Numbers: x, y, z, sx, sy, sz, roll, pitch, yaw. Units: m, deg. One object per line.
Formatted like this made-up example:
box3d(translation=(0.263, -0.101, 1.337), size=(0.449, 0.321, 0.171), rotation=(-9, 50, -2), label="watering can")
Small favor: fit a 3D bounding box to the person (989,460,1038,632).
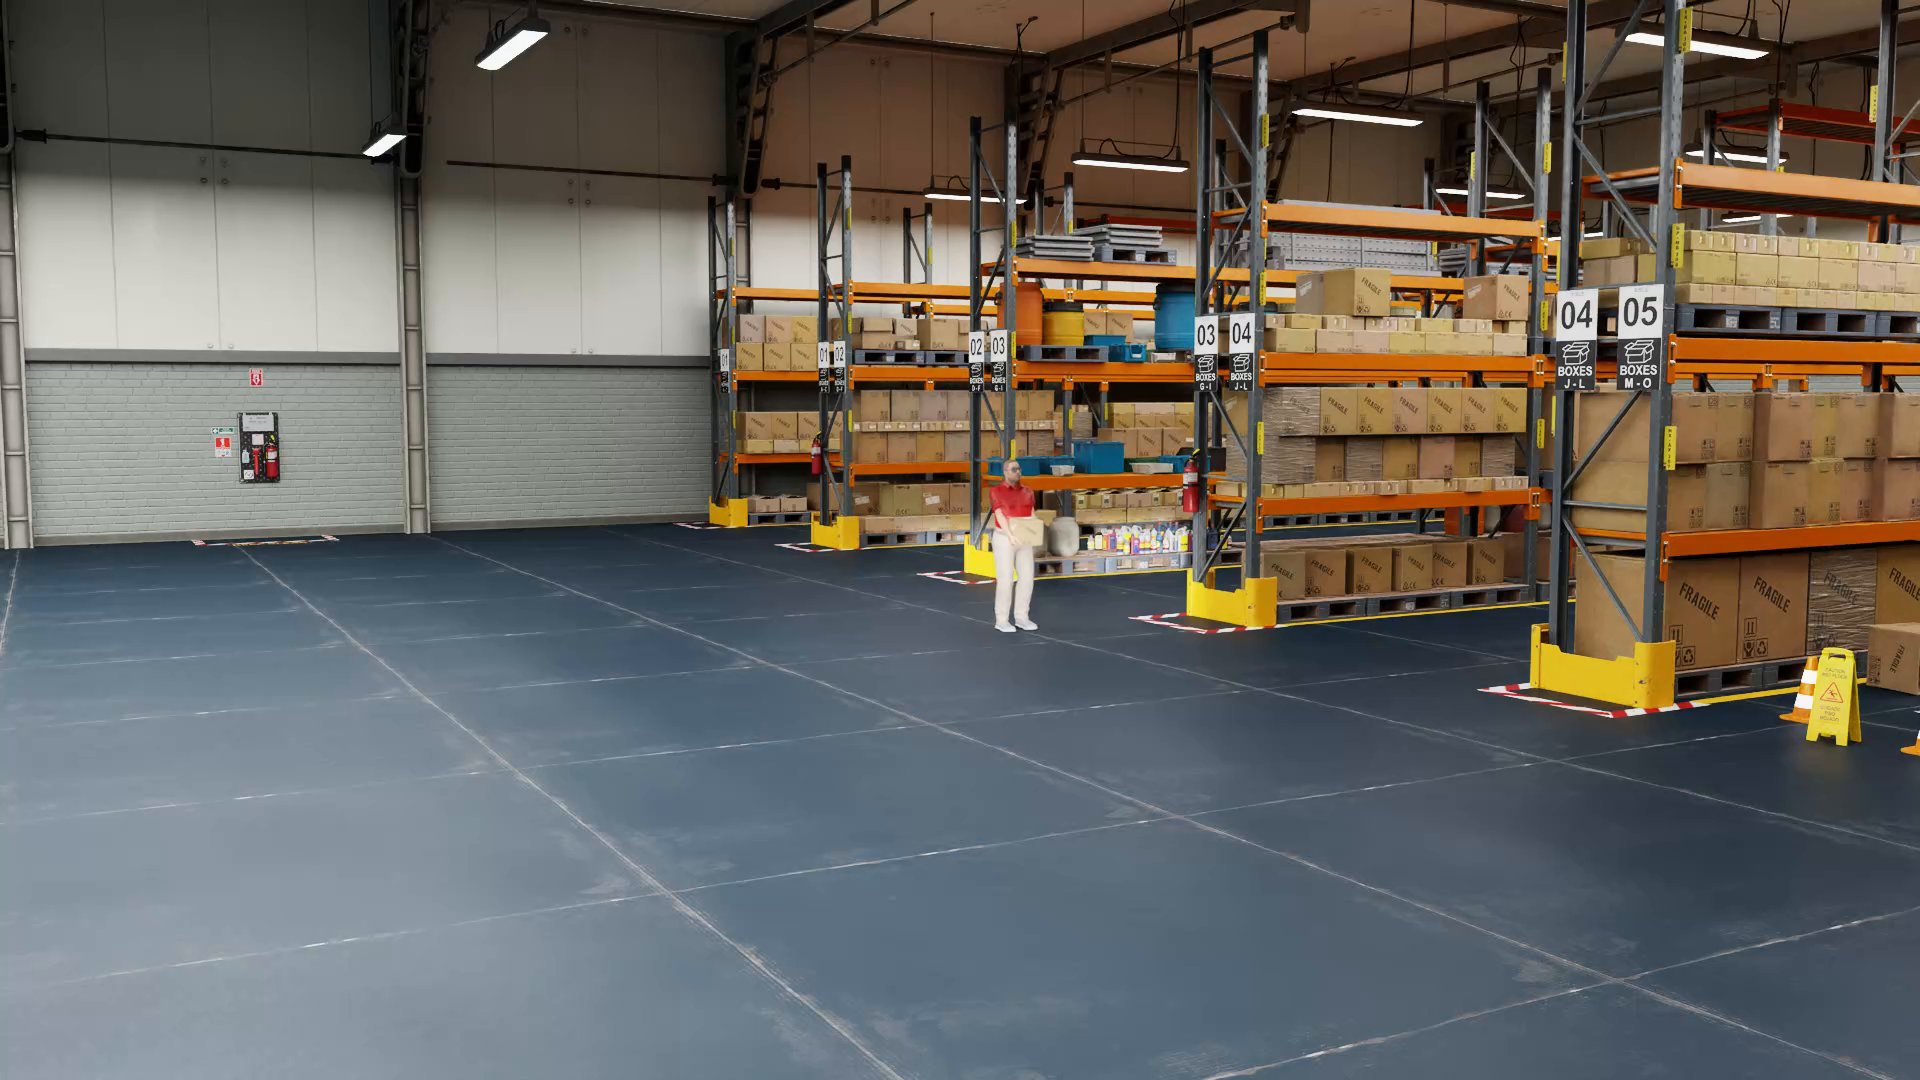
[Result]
box3d(translation=(0.589, 0.056, 16.767), size=(0.493, 1.712, 0.531), rotation=(-3, 6, -28), label="person")
